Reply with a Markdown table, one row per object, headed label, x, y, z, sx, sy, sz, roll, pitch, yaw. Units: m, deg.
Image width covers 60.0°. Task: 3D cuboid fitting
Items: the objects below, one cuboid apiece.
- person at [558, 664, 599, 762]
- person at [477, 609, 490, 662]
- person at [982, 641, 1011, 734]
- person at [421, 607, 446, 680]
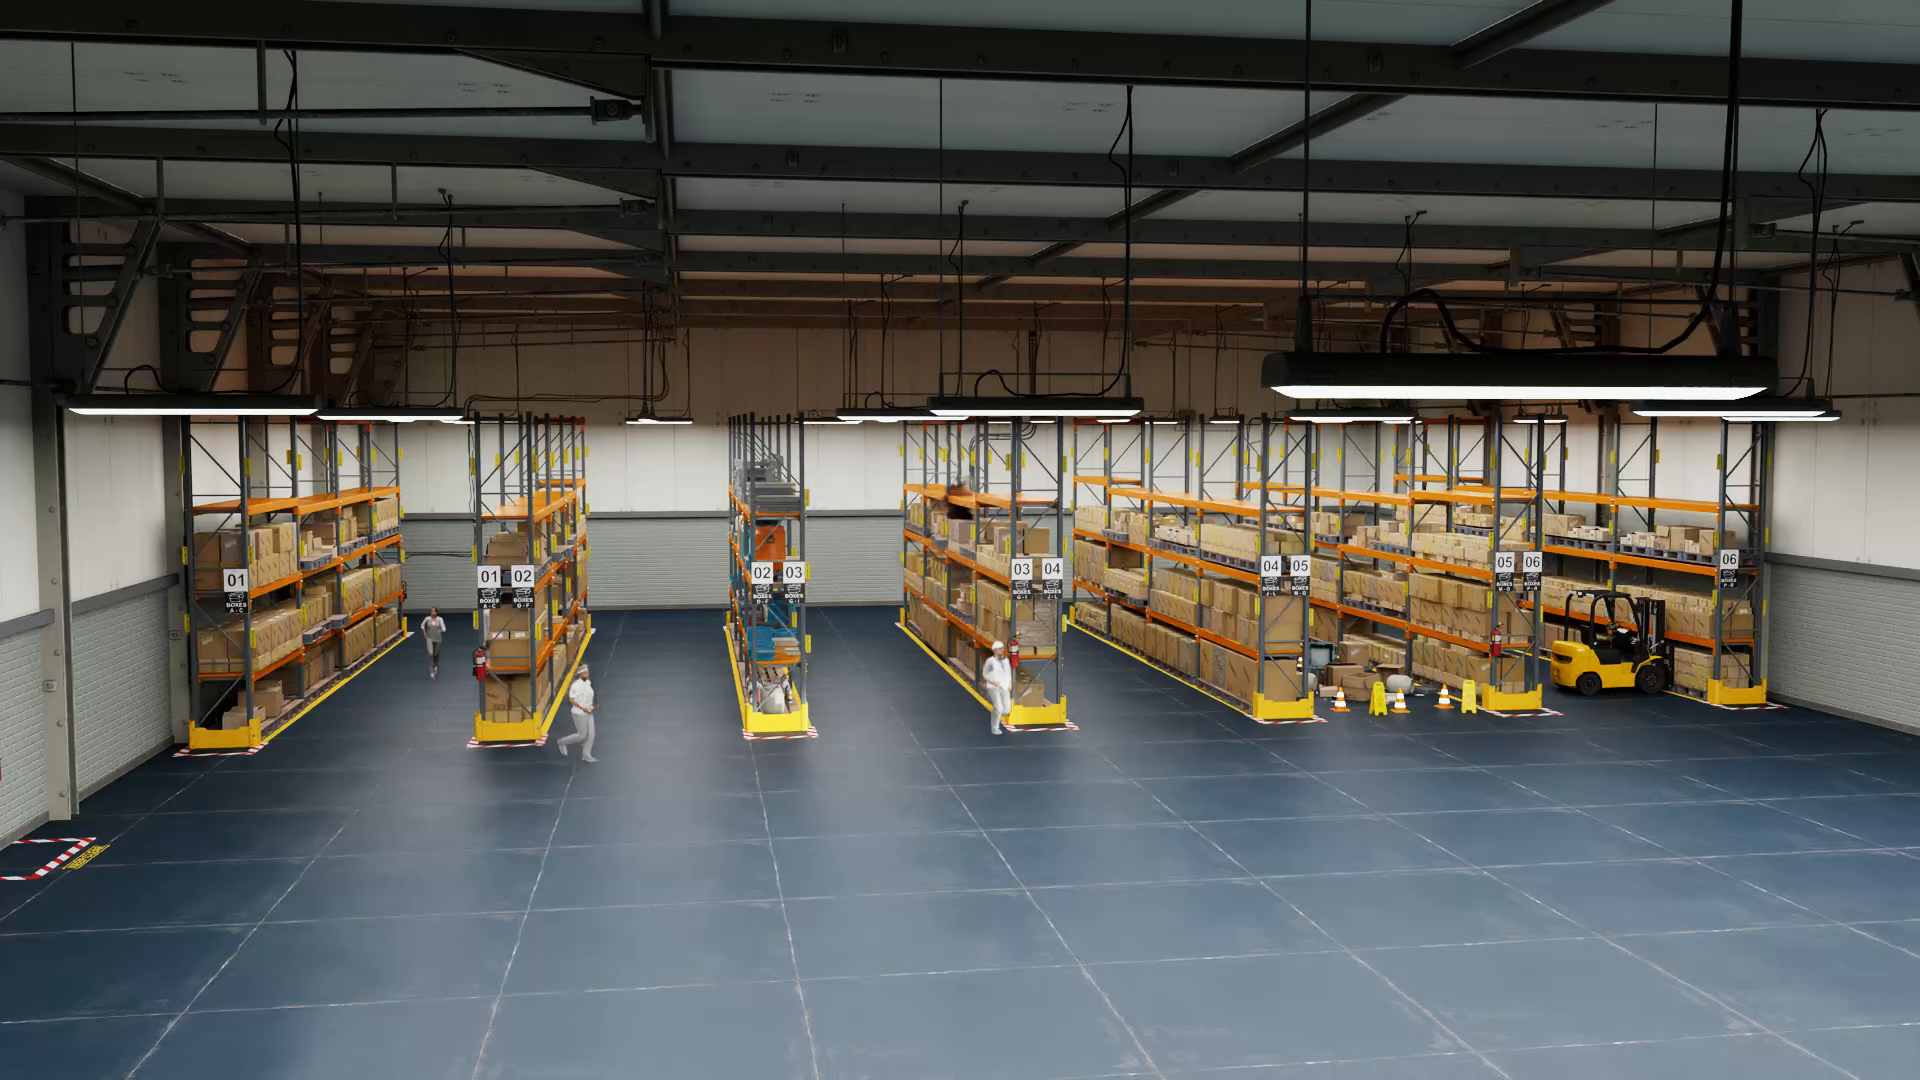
| label | x | y | z | sx | sy | sz | roll | pitch | yaw |
| --- | --- | --- | --- | --- | --- | --- | --- | --- | --- |
| person | -6.521 | 2.966 | 28.547 | 0.684 | 1.678 | 0.583 | 2 | 4 | 21 |
| person | -11.429 | 2.161 | 40.411 | 0.627 | 1.713 | 0.874 | 0 | 4 | -7 |
| person | 0.715 | 2.750 | 31.076 | 0.690 | 1.727 | 0.607 | -3 | 5 | -36 |
| person | -12.028 | 2.329 | 38.027 | 0.534 | 1.627 | 0.830 | -1 | 4 | -21 |
